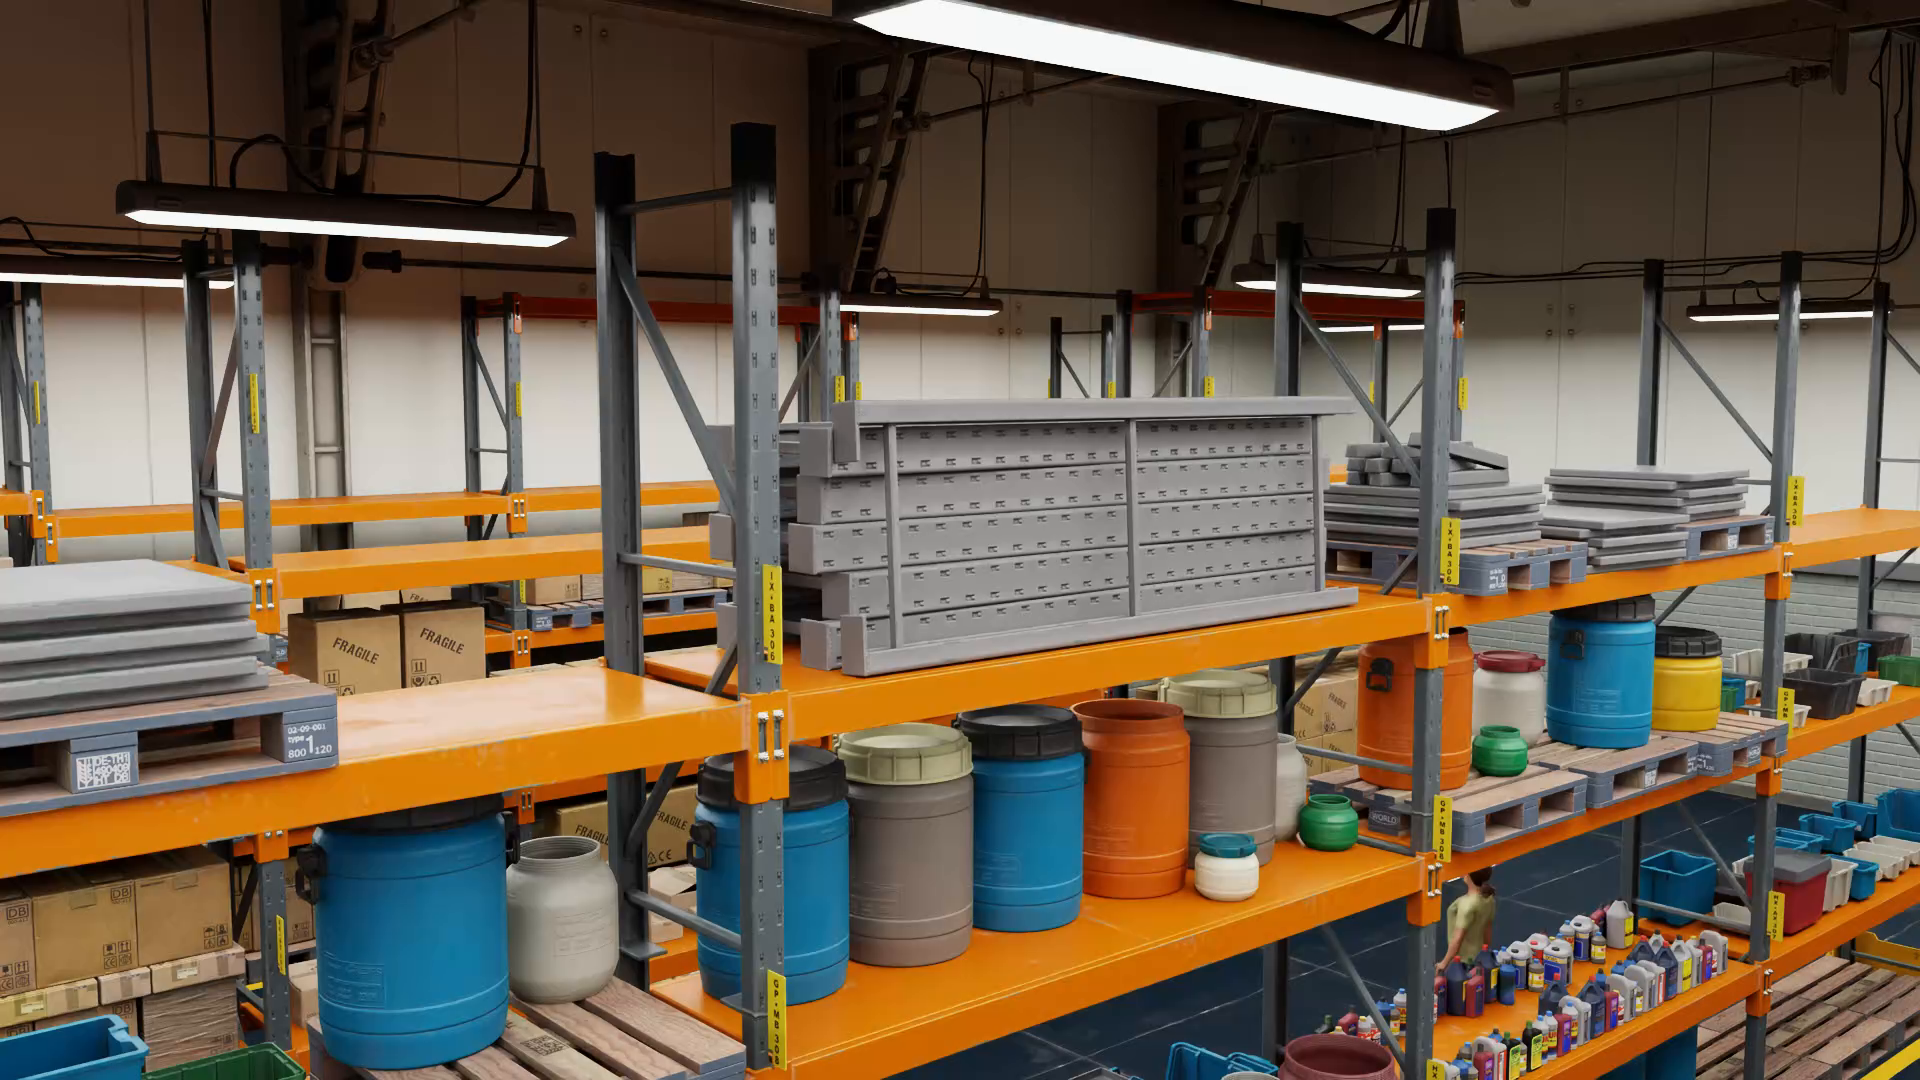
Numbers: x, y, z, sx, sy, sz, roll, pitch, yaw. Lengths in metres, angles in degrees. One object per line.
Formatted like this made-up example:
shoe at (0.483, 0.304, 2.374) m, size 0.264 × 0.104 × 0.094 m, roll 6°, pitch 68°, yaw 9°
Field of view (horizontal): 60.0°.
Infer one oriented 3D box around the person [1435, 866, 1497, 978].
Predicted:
person at (3.766, 3.181, 12.459) m, size 0.458 × 1.695 × 0.472 m, roll 2°, pitch 6°, yaw 23°
